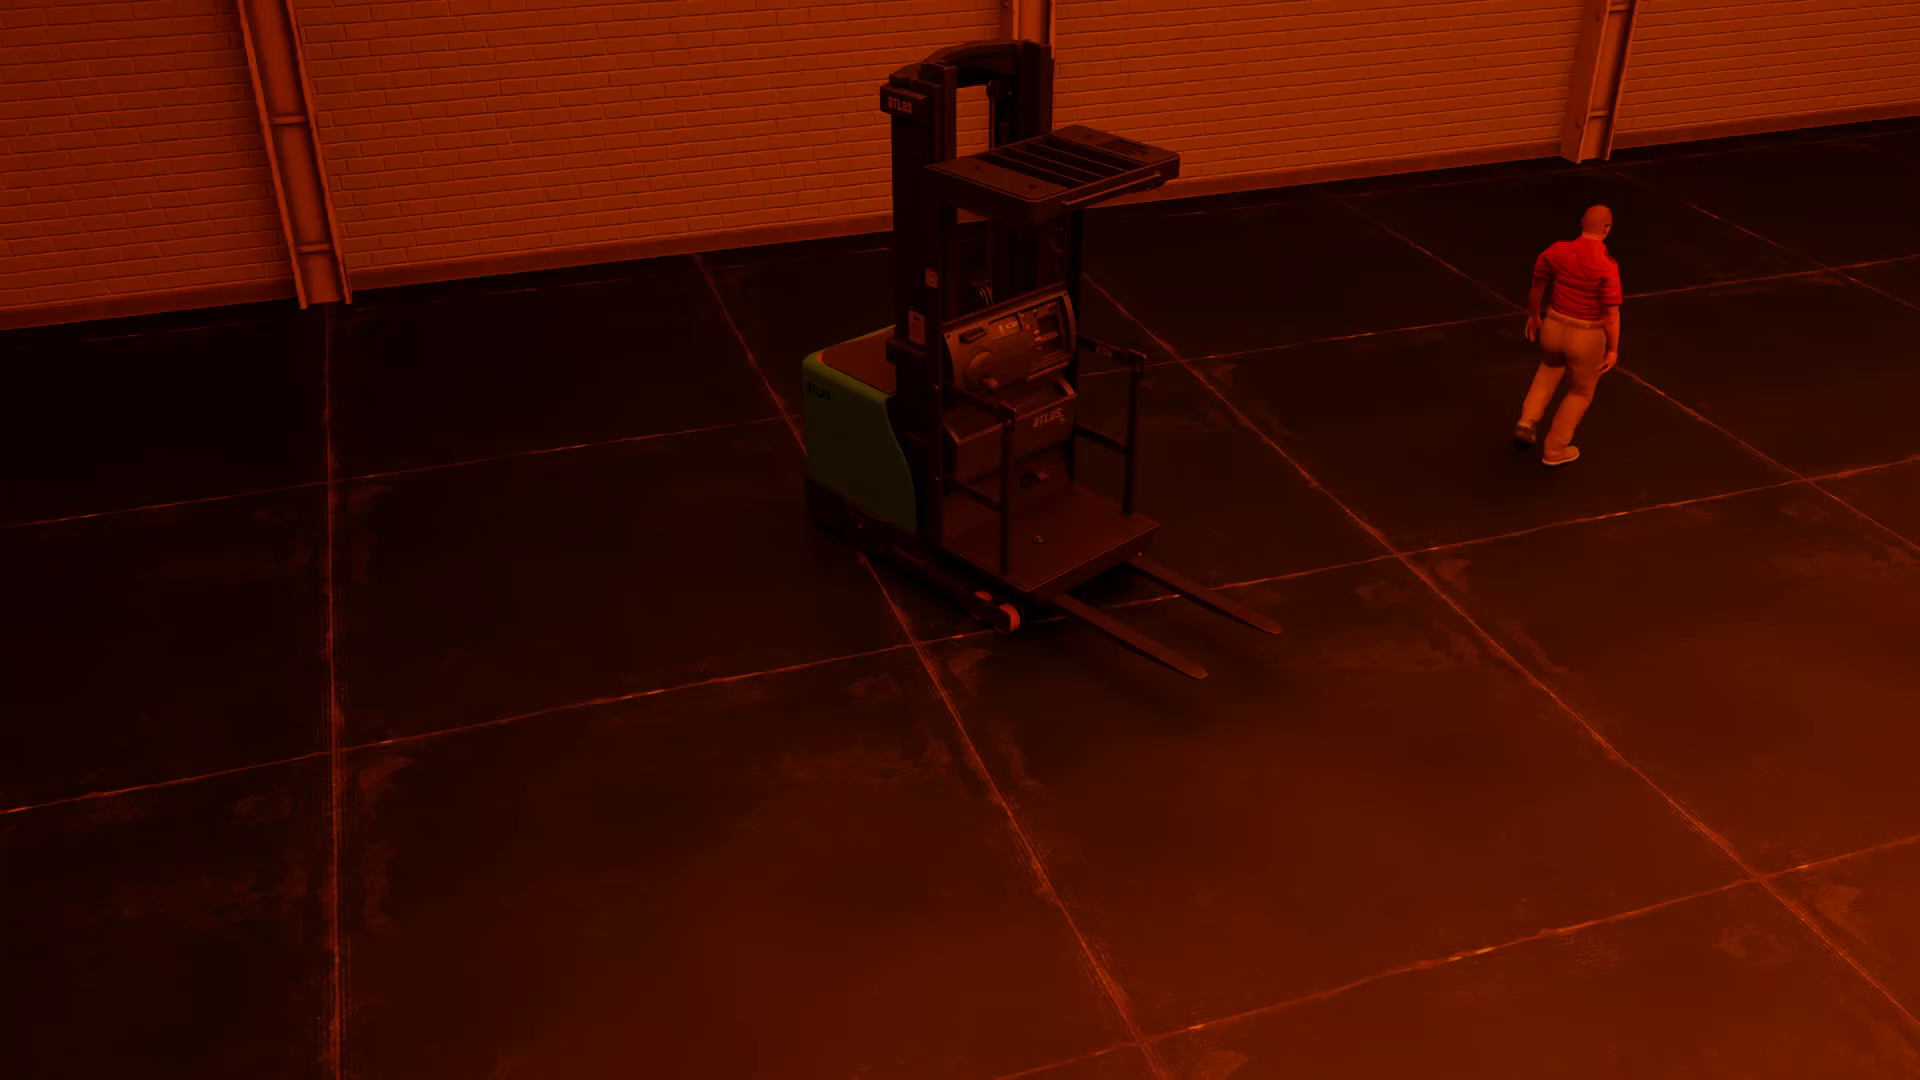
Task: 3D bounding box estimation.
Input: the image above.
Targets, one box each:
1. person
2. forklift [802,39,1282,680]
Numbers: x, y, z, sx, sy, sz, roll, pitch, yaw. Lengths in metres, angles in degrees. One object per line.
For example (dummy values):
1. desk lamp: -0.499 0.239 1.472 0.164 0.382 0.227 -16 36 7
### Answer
1. person: 3.937 -1.315 10.617 0.467 1.726 0.666 -23 37 -35
2. forklift: 0.425 -1.042 8.899 1.130 2.935 3.031 -25 38 -36
